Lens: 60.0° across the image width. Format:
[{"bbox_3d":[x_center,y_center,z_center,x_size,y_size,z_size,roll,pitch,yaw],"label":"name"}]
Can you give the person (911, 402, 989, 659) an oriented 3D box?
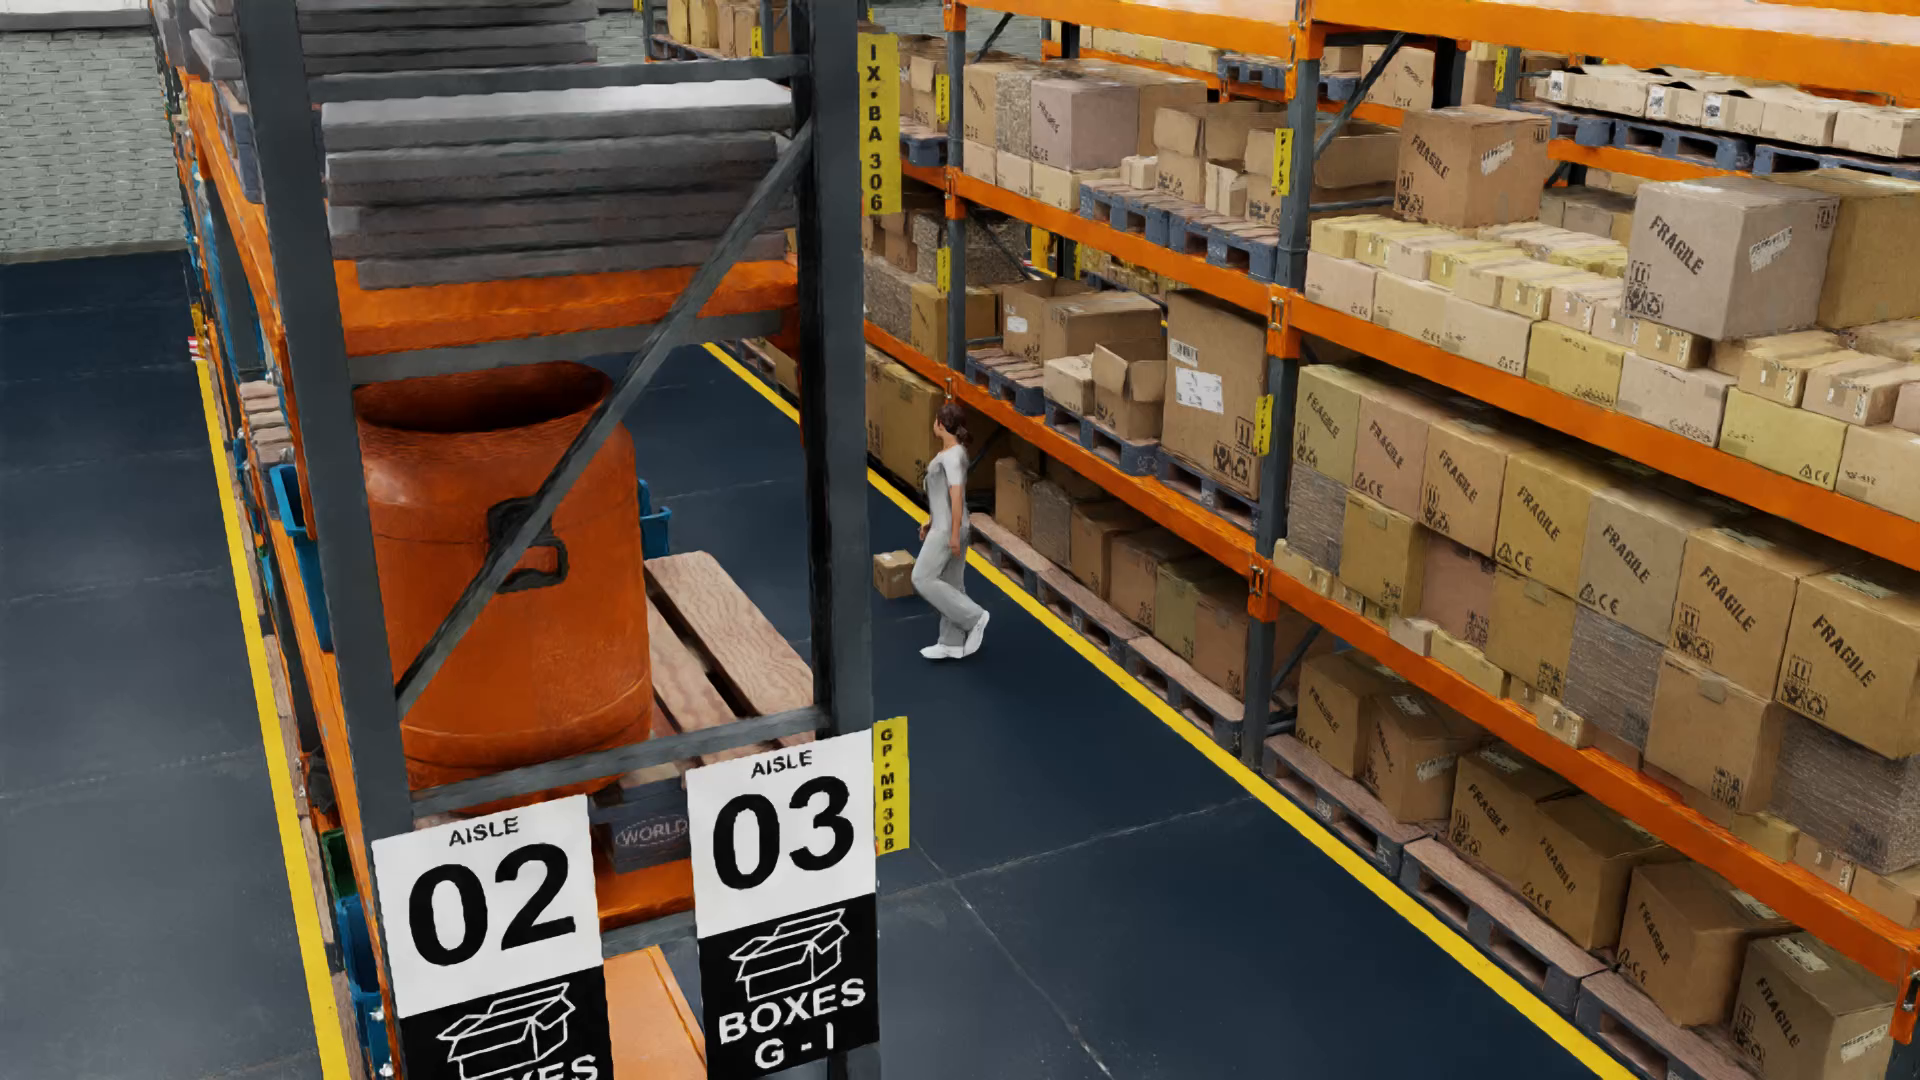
[{"bbox_3d":[-0.050,-0.045,10.743,0.506,1.599,0.603,2,22,4],"label":"person"}]
